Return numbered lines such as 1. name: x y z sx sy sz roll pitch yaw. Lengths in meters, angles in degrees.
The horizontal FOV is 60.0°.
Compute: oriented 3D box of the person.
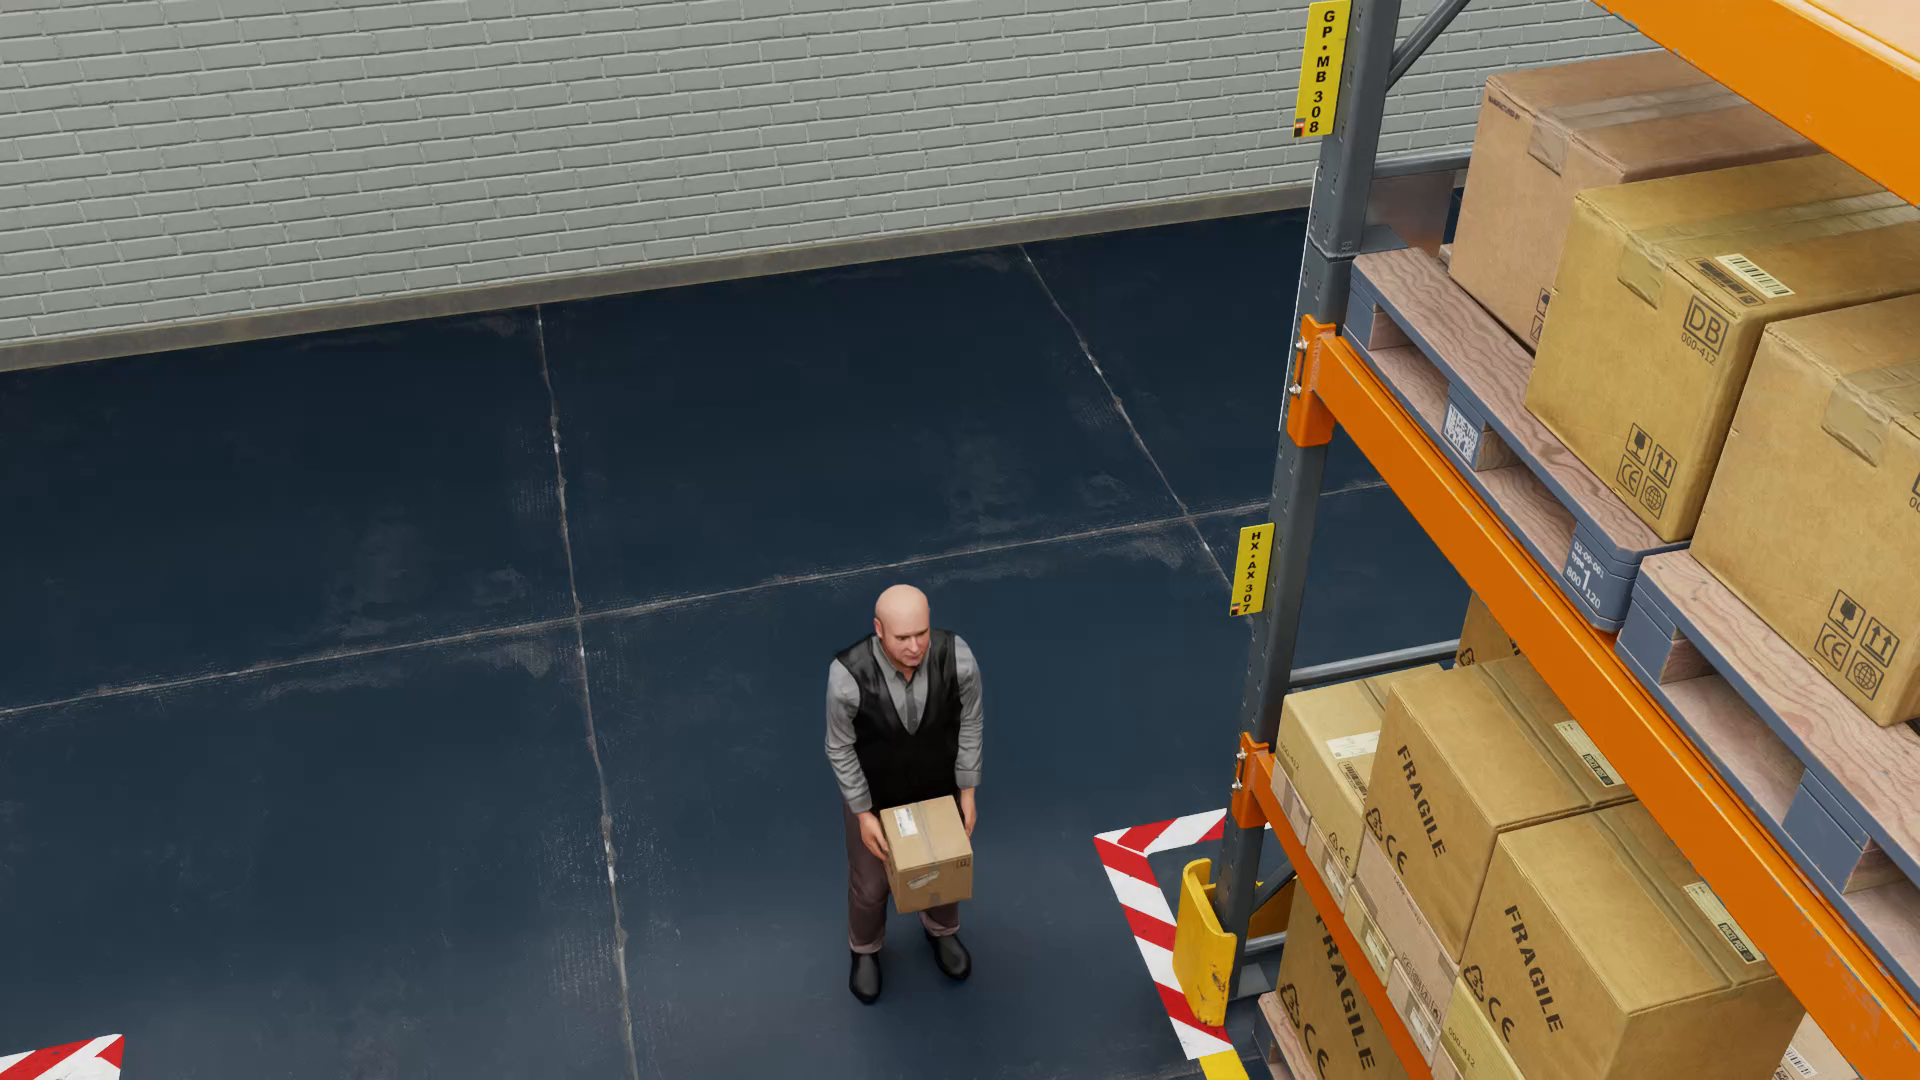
1. person: -0.173 0.860 5.626 0.544 1.728 0.482 -10 39 -13
